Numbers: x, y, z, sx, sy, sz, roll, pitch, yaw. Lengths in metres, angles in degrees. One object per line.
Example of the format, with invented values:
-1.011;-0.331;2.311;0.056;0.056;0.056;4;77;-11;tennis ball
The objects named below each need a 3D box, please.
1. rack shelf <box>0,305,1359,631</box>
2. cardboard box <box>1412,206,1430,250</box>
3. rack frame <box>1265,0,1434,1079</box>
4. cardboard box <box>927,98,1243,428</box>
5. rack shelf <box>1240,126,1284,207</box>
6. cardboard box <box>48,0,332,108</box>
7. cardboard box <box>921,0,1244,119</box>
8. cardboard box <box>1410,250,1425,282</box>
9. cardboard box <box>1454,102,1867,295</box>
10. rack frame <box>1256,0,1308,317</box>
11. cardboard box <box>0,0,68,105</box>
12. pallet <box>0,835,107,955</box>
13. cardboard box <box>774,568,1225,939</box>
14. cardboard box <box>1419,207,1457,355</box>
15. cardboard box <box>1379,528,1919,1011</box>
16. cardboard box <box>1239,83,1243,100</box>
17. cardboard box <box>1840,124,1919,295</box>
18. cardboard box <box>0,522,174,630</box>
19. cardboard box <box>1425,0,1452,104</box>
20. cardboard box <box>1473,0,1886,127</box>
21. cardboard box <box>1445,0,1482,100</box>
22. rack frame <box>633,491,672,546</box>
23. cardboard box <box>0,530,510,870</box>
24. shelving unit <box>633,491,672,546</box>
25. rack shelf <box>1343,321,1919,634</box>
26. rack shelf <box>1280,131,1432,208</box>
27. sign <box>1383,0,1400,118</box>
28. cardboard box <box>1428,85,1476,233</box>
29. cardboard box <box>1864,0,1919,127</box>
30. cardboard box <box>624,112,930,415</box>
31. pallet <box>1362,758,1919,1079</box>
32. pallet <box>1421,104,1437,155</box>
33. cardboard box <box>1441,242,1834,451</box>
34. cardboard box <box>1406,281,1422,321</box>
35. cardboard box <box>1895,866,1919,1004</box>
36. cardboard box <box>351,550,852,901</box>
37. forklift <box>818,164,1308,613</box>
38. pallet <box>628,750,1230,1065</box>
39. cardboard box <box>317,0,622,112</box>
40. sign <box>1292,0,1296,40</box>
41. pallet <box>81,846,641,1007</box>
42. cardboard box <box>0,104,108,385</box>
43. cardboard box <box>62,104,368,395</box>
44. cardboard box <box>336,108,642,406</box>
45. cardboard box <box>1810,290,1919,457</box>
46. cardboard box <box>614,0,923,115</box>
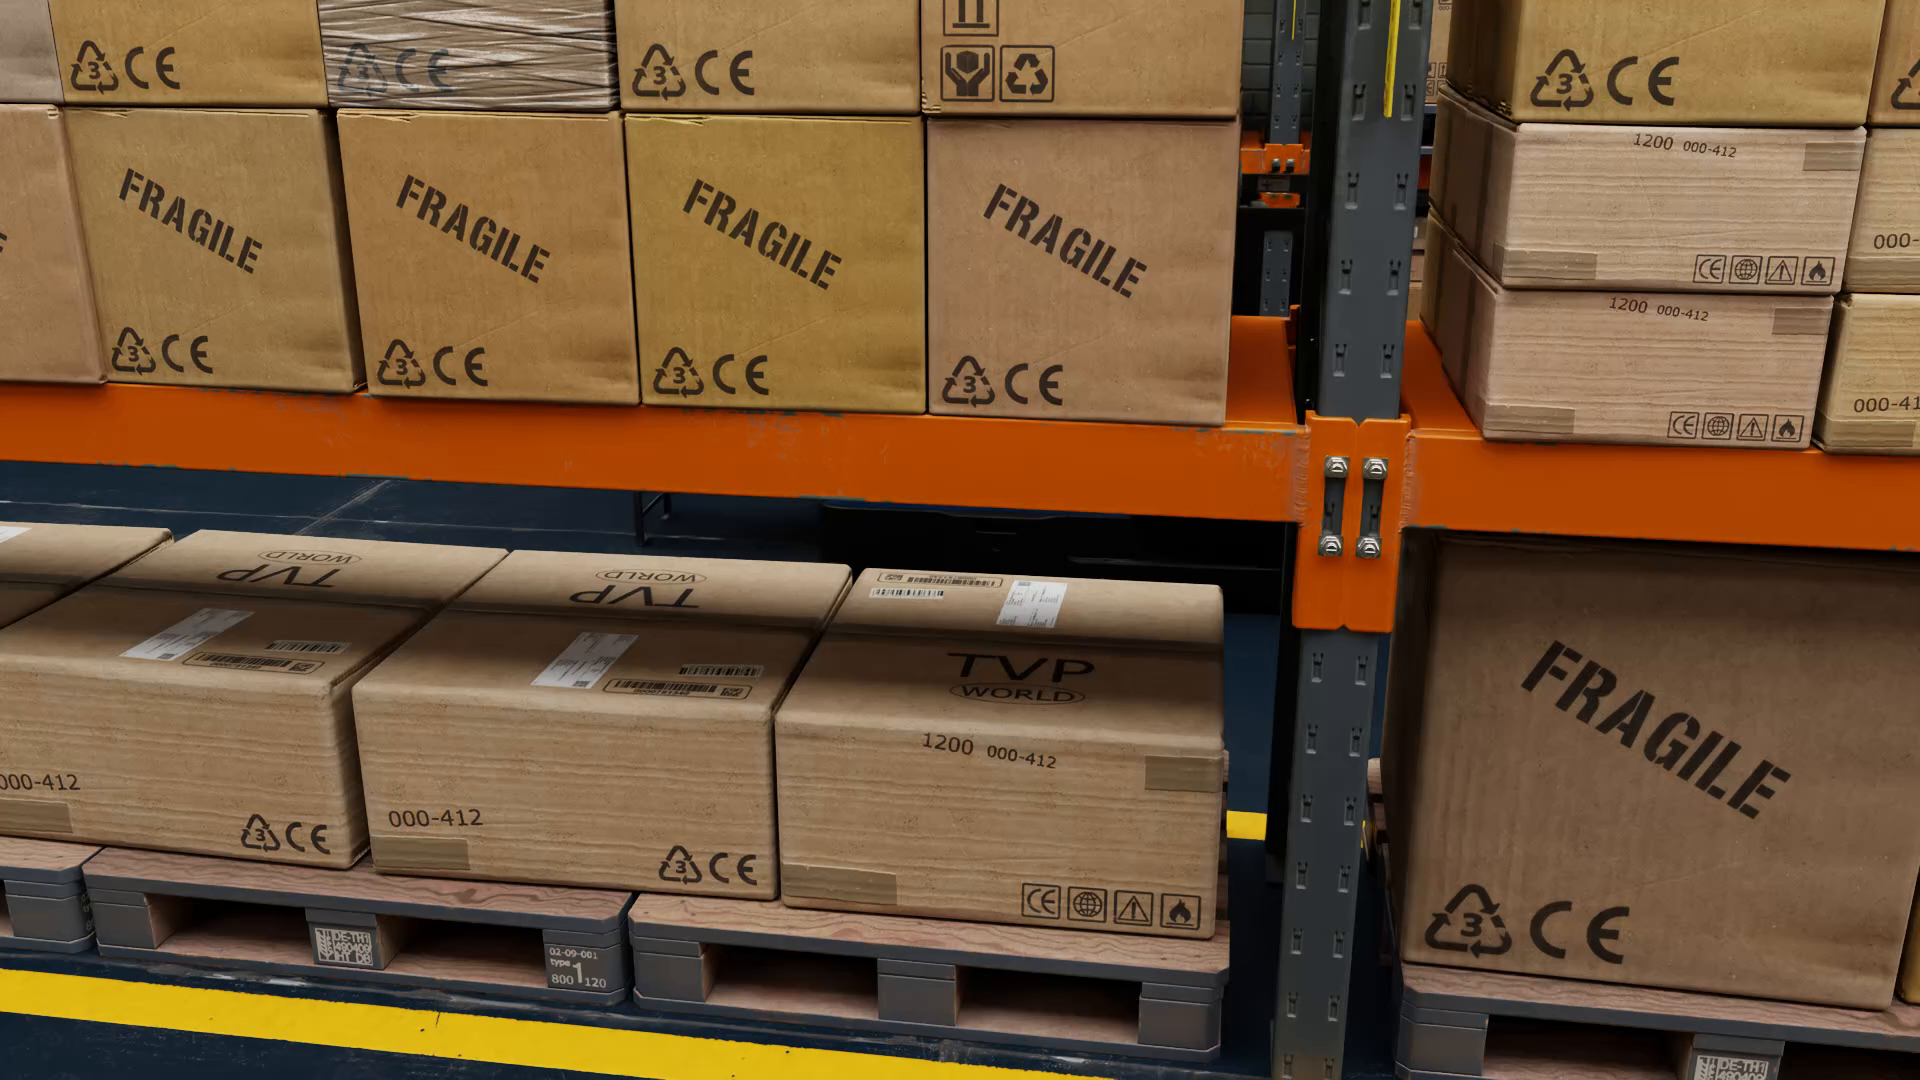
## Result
-1.242;-0.282;3.552;4.000;0.370;1.077;3;19;9;rack shelf
2.092;-1.440;7.667;0.250;0.149;0.380;2;19;6;cardboard box
0.733;-0.522;3.137;0.127;3.000;1.000;3;19;9;rack frame
0.234;-0.513;2.951;0.500;0.500;0.500;3;19;9;cardboard box
-0.458;-1.837;8.200;4.000;0.370;1.077;3;19;9;rack shelf
-1.275;-1.060;3.009;0.500;0.500;0.500;3;19;9;cardboard box
0.223;-0.981;2.774;0.500;0.500;0.500;3;19;8;cardboard box
2.114;-1.308;7.739;0.250;0.149;0.380;2;19;7;cardboard box
1.122;-0.578;2.751;0.500;0.250;0.500;2;19;7;cardboard box
1.516;-2.077;7.785;0.127;3.000;1.000;3;19;9;rack frame
-1.767;-1.084;3.084;0.500;0.500;0.500;3;19;8;cardboard box
-2.415;0.615;4.134;1.213;0.211;1.003;3;19;9;pallet
0.130;0.428;3.671;0.875;0.438;0.875;3;19;8;cardboard box
1.216;-0.508;3.329;0.500;0.250;0.500;2;19;7;cardboard box
1.358;0.292;3.389;0.875;0.875;0.875;4;19;10;cardboard box
0.311;-0.675;3.436;0.500;0.500;0.500;4;19;10;cardboard box
1.642;-0.560;2.699;0.500;0.250;0.500;3;19;10;cardboard box
-2.549;0.294;4.073;0.875;0.438;0.875;2;19;7;cardboard box
1.958;-2.230;7.420;0.500;0.500;0.700;3;19;10;cardboard box
1.122;-0.932;2.627;0.500;0.500;0.500;3;19;9;cardboard box
1.214;-1.100;3.130;0.500;0.500;0.500;4;19;10;cardboard box
-1.178;-0.751;6.183;0.023;1.500;0.400;2;19;6;rack frame
-1.644;0.338;3.943;0.875;0.438;0.875;3;19;10;cardboard box
-0.815;-0.737;6.142;0.755;1.500;0.431;2;19;6;shelving unit
2.707;-0.080;2.950;4.000;0.370;1.077;3;19;9;rack shelf
3.491;-1.636;7.598;4.000;0.370;1.077;3;19;9;rack shelf
0.646;-0.796;2.467;0.005;0.325;0.100;3;19;9;sign
1.207;-0.742;3.242;0.500;0.250;0.500;3;19;9;cardboard box
1.628;-0.915;2.576;0.500;0.500;0.500;3;19;8;cardboard box
-0.275;-0.537;3.023;0.500;0.500;0.500;2;19;7;cardboard box
1.506;0.815;3.534;1.213;0.211;1.003;3;19;9;pallet
2.288;-1.912;7.593;1.213;0.211;1.003;3;19;9;pallet
1.125;-0.346;2.847;0.500;0.250;0.500;2;19;7;cardboard box
1.958;-0.996;7.831;0.500;0.500;0.500;4;19;11;cardboard box
2.251;0.335;3.260;0.875;0.875;0.875;3;19;10;cardboard box
-0.754;0.384;3.805;0.875;0.438;0.875;2;19;7;cardboard box
1.064;-1.315;5.615;3.031;2.935;1.130;2;19;6;forklift
-0.006;0.737;3.767;1.213;0.211;1.003;3;19;9;pallet
-0.781;-1.032;2.926;0.500;0.500;0.500;3;19;9;cardboard box
1.438;-2.318;7.138;0.005;0.325;0.100;3;19;9;sign
-1.214;0.677;3.948;1.213;0.211;1.003;3;19;9;pallet
-1.785;-0.609;3.238;0.500;0.500;0.500;3;19;8;cardboard box
-1.288;-0.589;3.178;0.500;0.500;0.500;4;19;10;cardboard box
-0.773;-0.558;3.085;0.500;0.500;0.500;3;19;8;cardboard box
1.636;-0.321;2.771;0.500;0.250;0.500;2;19;7;cardboard box
-0.277;-1.009;2.858;0.500;0.500;0.500;3;19;8;cardboard box
